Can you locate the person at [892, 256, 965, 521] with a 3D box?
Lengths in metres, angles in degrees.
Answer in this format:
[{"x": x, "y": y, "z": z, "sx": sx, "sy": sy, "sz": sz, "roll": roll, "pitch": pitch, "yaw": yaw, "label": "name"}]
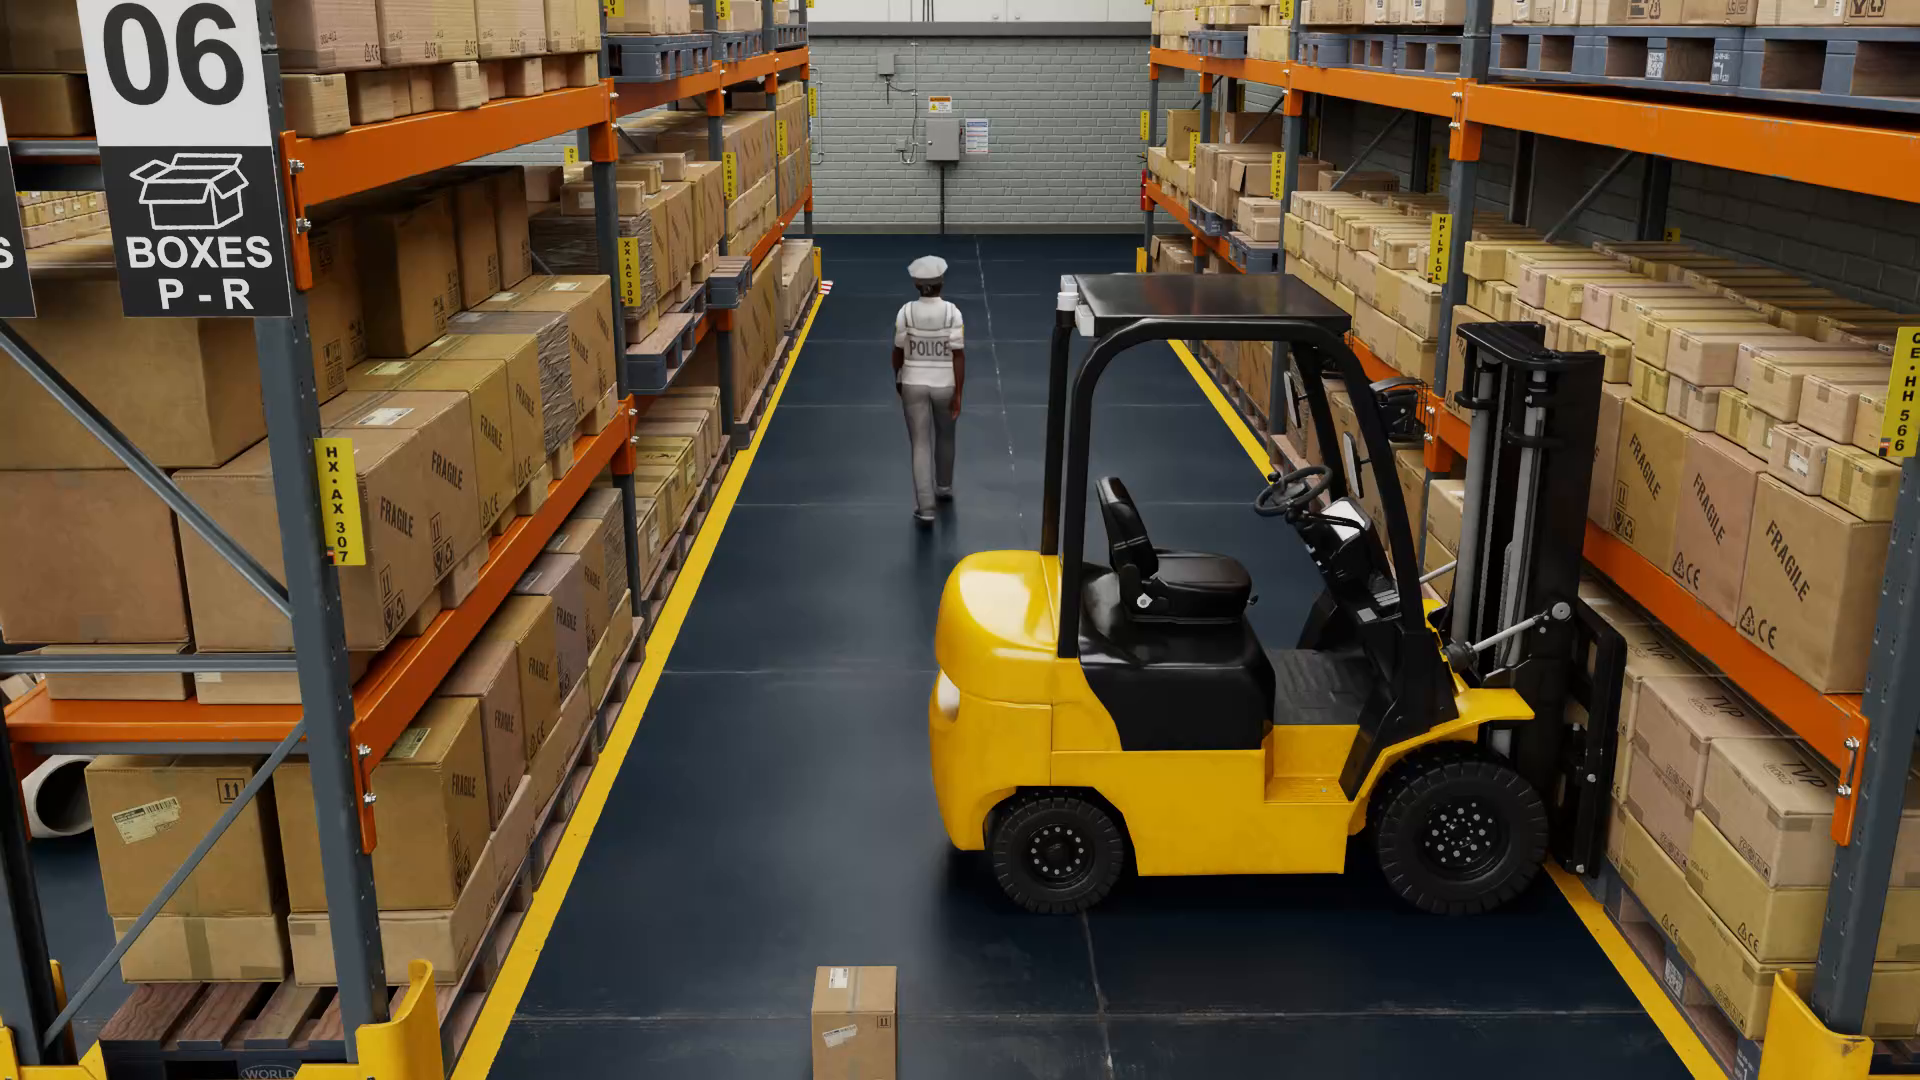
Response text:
[{"x": -0.206, "y": -1.016, "z": 10.723, "sx": 0.459, "sy": 1.636, "sz": 0.997, "roll": -1, "pitch": 17, "yaw": -3, "label": "person"}]
